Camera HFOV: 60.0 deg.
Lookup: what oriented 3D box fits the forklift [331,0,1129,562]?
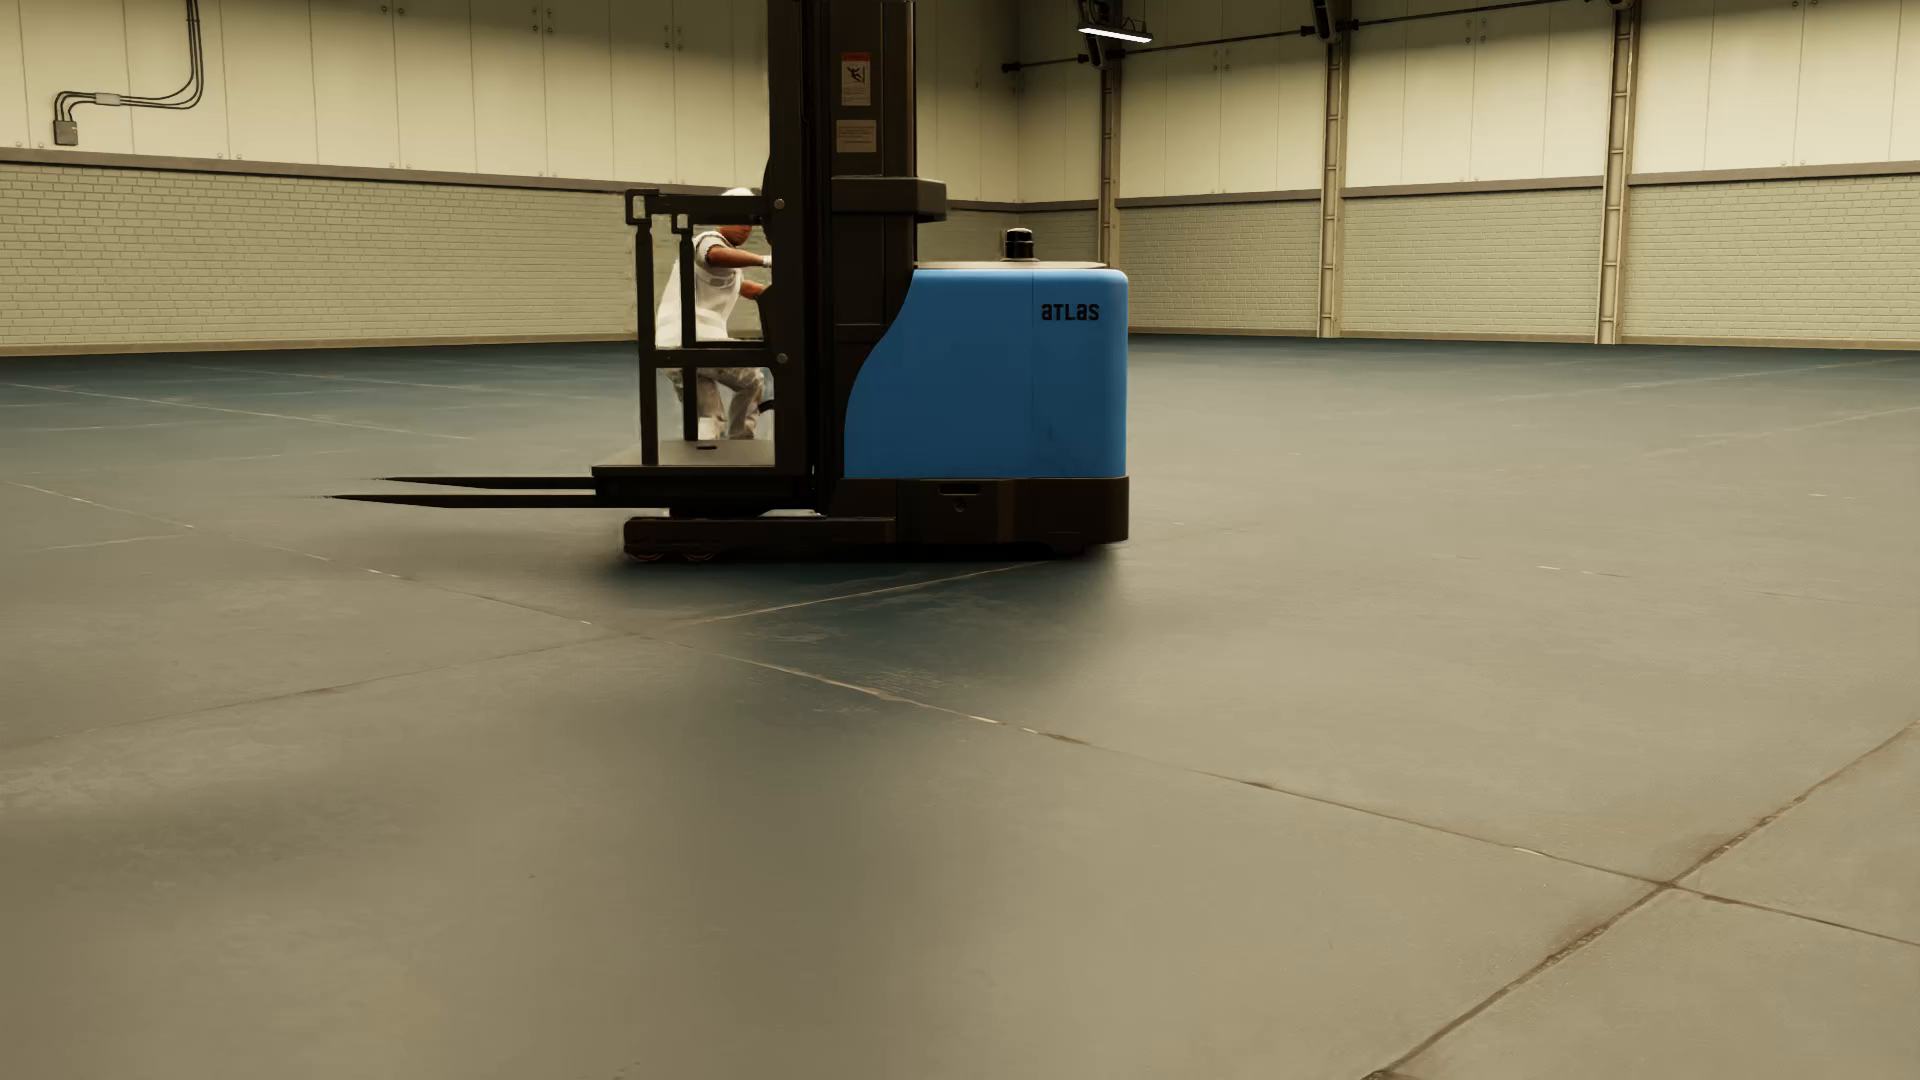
[{"bbox_3d":[-0.883,-1.446,6.475,3.031,2.935,1.130,0,9,0],"label":"forklift"}]

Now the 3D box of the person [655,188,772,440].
[{"bbox_3d":[-1.026,-1.005,8.416,0.903,1.514,1.166,8,12,42],"label":"person"}]
